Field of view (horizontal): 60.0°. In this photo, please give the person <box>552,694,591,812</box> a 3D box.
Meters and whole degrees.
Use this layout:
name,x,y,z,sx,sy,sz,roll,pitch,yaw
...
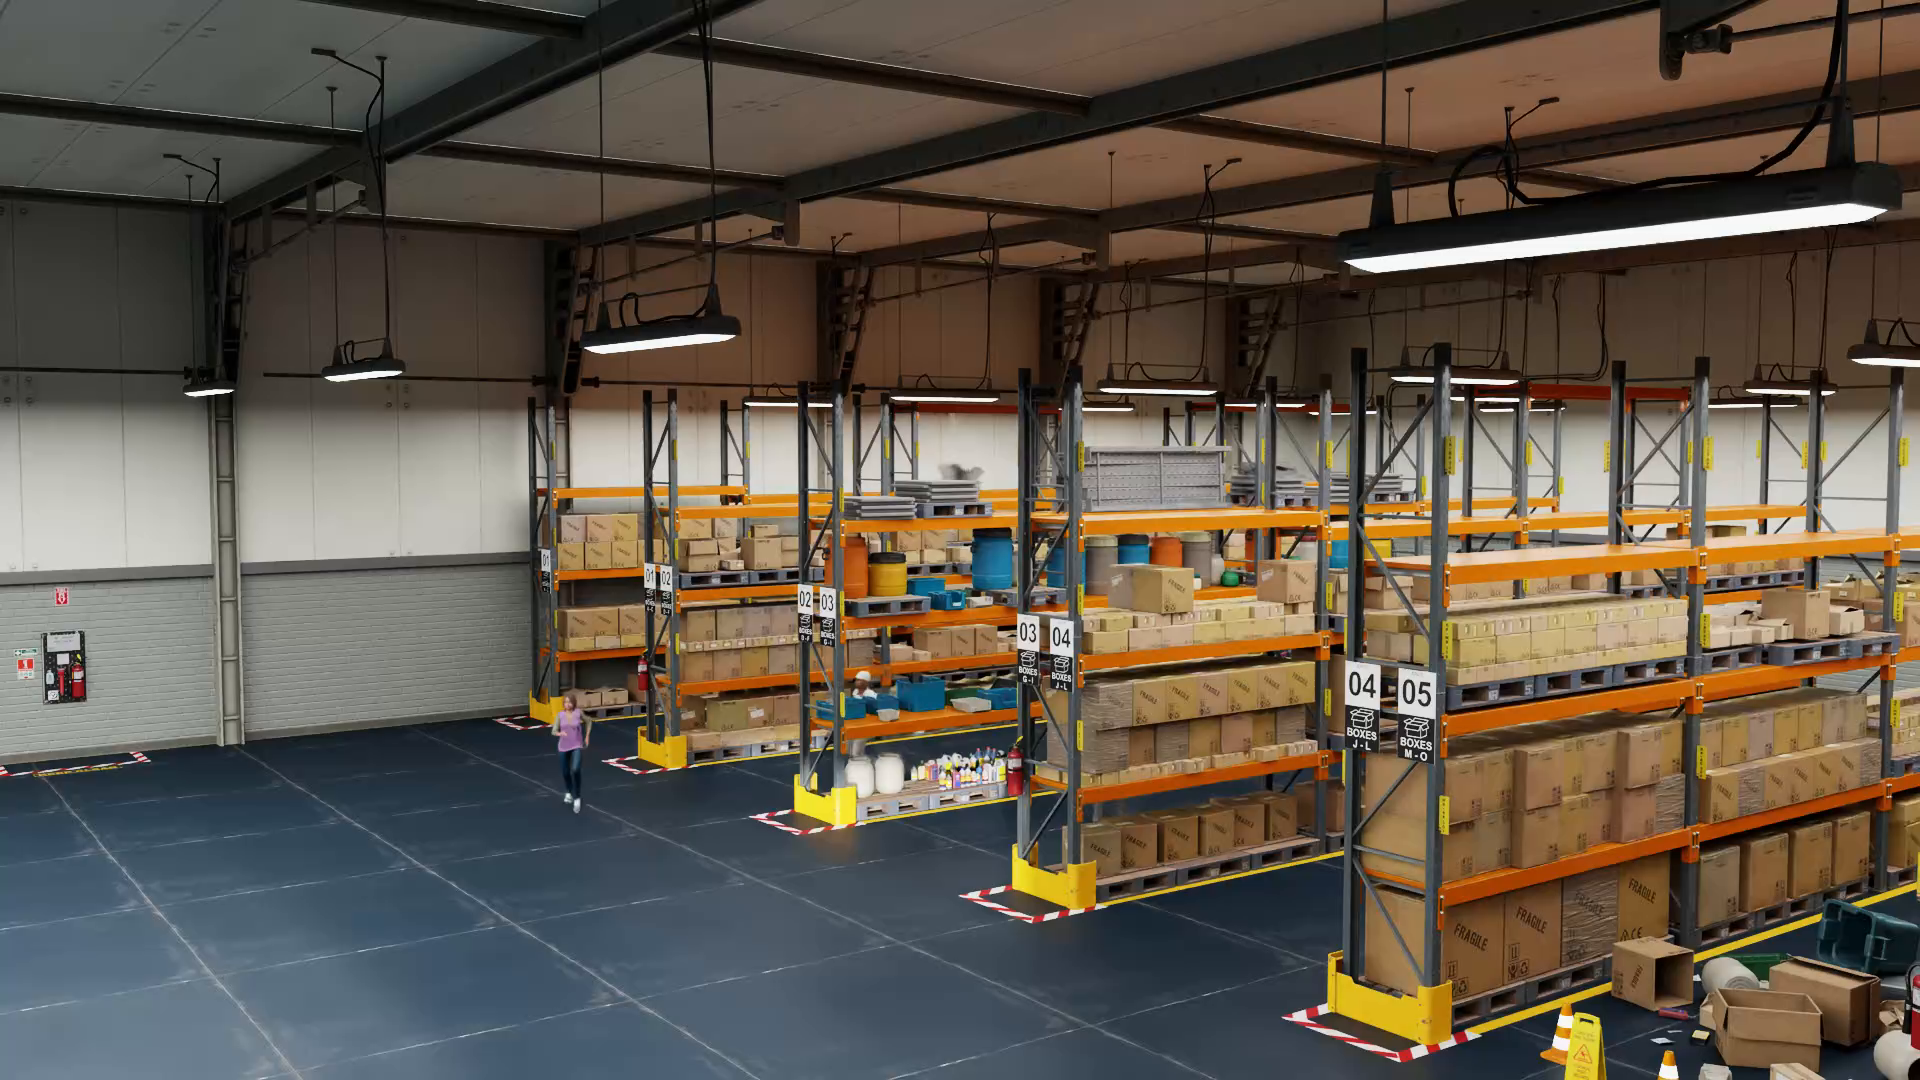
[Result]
name,x,y,z,sx,sy,sz,roll,pitch,yaw
person,-5.471,2.978,23.392,0.507,1.638,0.727,0,3,-3

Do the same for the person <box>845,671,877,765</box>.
name,x,y,z,sx,sy,sz,roll,pitch,yaw
person,-1.516,2.823,24.983,0.593,1.718,0.695,-3,4,-39

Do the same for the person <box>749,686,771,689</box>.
name,x,y,z,sx,sy,sz,roll,pitch,yaw
person,-3.556,2.609,30.146,0.689,1.608,0.622,-3,5,-44

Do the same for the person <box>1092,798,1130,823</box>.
name,x,y,z,sx,sy,sz,roll,pitch,yaw
person,1.966,3.065,21.894,0.690,1.636,0.522,-3,5,-42
